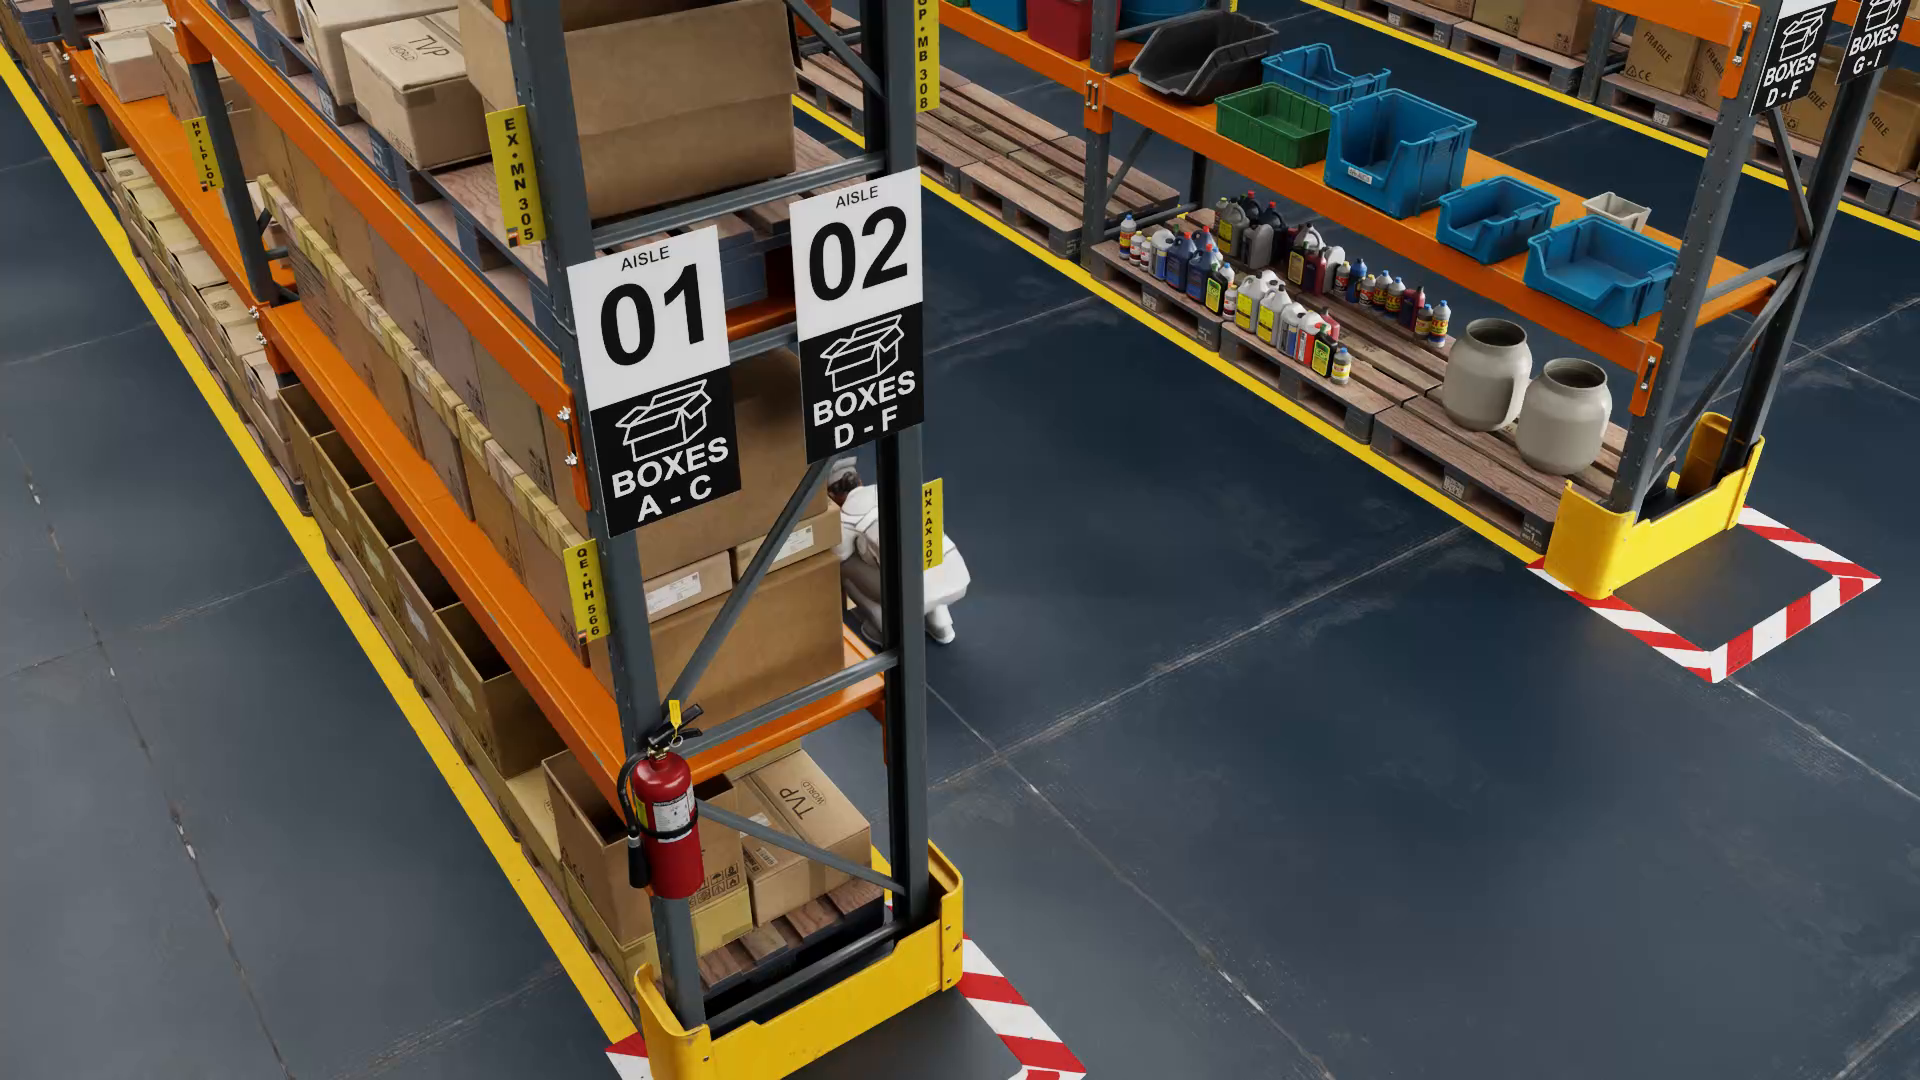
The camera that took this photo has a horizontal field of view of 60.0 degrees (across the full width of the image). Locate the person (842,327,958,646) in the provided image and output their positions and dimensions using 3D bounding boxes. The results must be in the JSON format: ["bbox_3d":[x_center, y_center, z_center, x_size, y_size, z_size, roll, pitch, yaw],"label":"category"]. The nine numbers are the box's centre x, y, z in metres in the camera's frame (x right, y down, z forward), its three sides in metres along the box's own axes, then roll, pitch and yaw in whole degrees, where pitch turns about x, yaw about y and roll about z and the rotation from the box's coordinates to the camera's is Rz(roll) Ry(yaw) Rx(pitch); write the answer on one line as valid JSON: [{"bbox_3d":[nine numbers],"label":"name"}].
[{"bbox_3d":[-0.255,-0.233,7.291,0.449,1.688,0.540,-23,42,-28],"label":"person"}]
